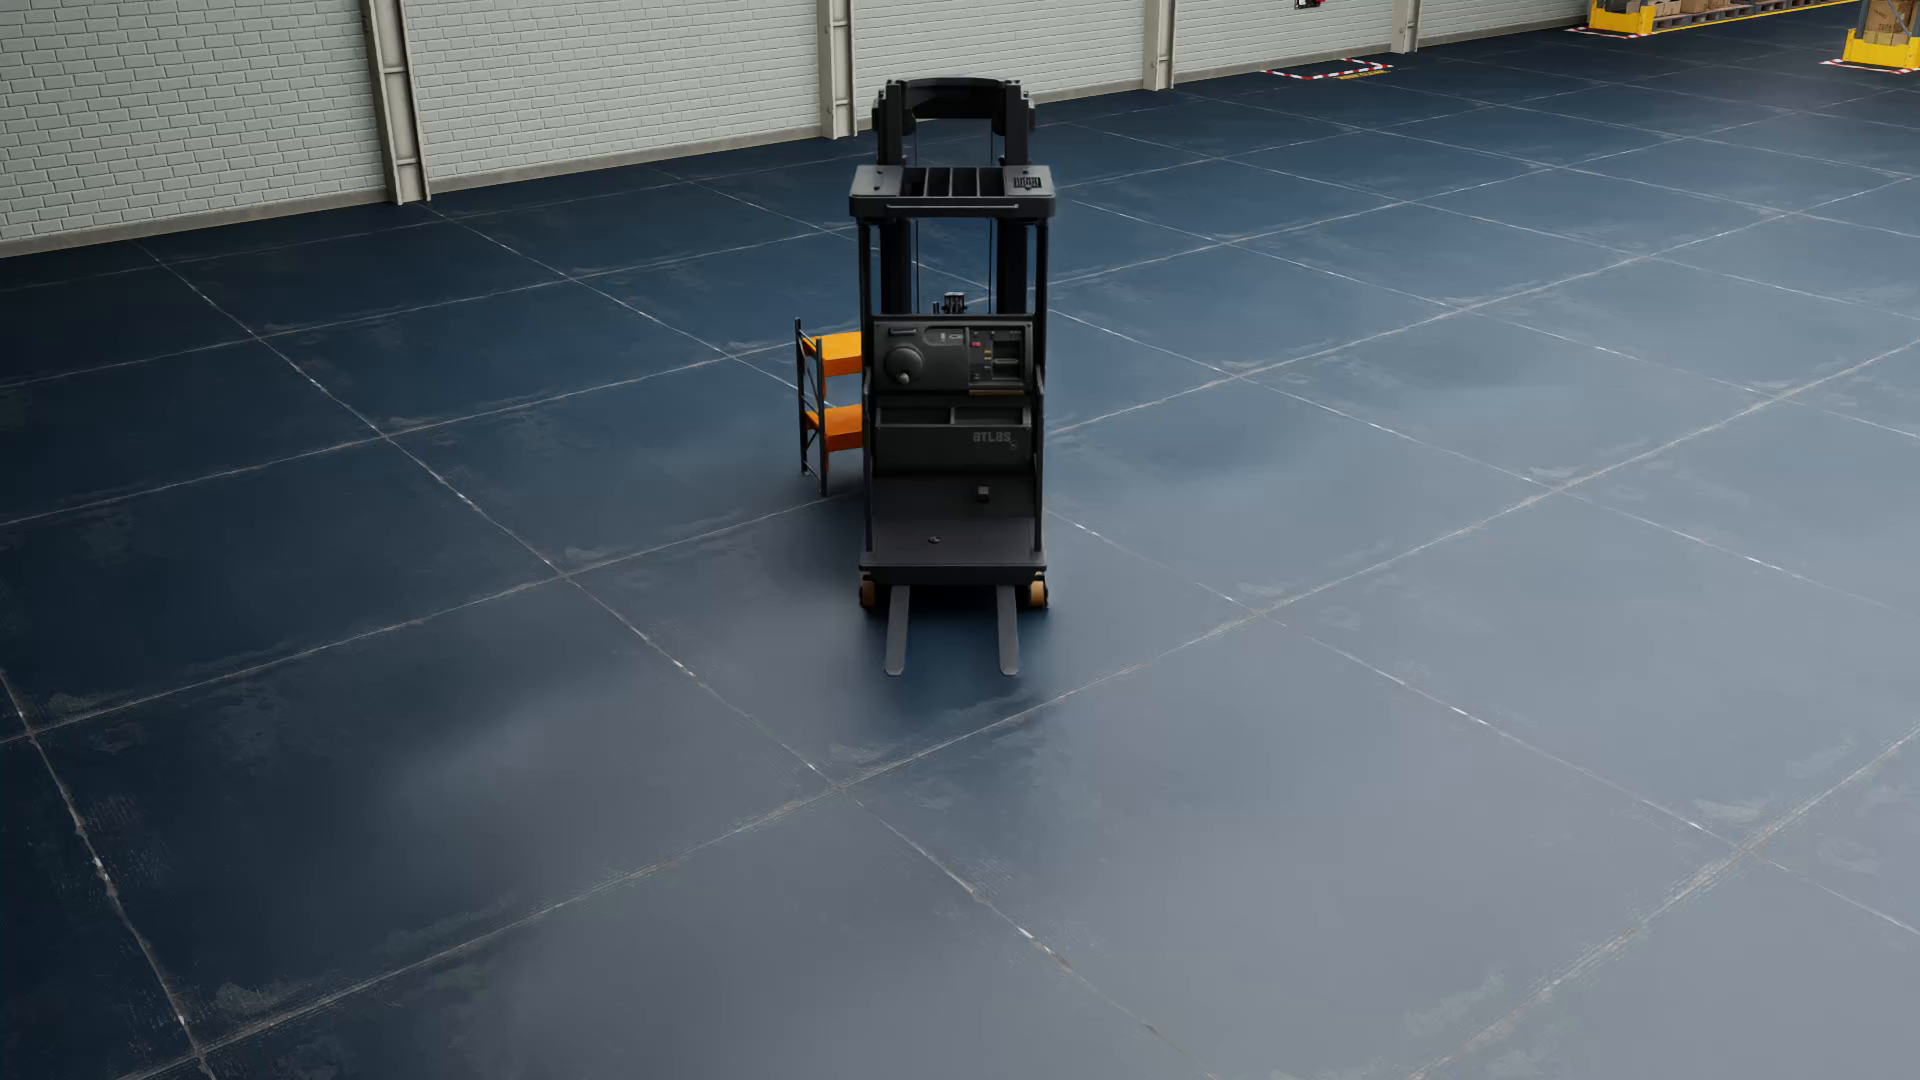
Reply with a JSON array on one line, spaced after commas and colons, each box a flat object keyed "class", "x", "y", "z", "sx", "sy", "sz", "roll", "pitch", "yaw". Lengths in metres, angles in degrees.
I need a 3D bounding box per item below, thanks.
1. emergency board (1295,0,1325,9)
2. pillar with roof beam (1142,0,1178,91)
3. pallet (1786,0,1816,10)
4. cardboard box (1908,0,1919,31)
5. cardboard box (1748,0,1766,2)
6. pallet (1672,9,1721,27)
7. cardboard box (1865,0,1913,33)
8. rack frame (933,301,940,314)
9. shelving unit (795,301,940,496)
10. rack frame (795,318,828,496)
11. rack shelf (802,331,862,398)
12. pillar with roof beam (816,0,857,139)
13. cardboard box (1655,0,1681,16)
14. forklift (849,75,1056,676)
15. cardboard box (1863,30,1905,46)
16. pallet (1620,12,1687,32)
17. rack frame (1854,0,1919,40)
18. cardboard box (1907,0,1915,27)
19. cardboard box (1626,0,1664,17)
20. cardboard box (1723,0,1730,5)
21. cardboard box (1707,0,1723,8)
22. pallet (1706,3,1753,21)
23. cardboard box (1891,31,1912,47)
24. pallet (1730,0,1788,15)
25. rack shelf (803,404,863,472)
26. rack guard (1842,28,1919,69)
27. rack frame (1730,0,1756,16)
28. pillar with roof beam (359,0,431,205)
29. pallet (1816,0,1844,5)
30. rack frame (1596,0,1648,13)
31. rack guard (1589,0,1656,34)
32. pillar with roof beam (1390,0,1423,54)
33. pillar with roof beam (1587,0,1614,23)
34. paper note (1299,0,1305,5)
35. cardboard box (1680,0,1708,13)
[{"class": "emergency board", "x": 5.835, "y": -9.338, "z": 27.308, "sx": 0.643, "sy": 1.169, "sz": 0.194, "roll": -18, "pitch": 31, "yaw": -34}, {"class": "pillar with roof beam", "x": 5.738, "y": -9.704, "z": 20.970, "sx": 0.400, "sy": 9.000, "sz": 9.100, "roll": -18, "pitch": 31, "yaw": -34}, {"class": "pallet", "x": 17.227, "y": -11.354, "z": 34.963, "sx": 1.213, "sy": 0.211, "sz": 1.003, "roll": -18, "pitch": 31, "yaw": -34}, {"class": "cardboard box", "x": 16.518, "y": -8.897, "z": 28.235, "sx": 0.500, "sy": 0.500, "sz": 0.500, "roll": -18, "pitch": 31, "yaw": -34}, {"class": "cardboard box", "x": 16.224, "y": -11.359, "z": 34.110, "sx": 0.500, "sy": 0.500, "sz": 0.700, "roll": -17, "pitch": 30, "yaw": -32}, {"class": "pallet", "x": 14.187, "y": -10.327, "z": 32.752, "sx": 1.213, "sy": 0.211, "sz": 1.003, "roll": -18, "pitch": 31, "yaw": -34}, {"class": "cardboard box", "x": 15.805, "y": -8.939, "z": 28.325, "sx": 0.500, "sy": 0.500, "sz": 0.500, "roll": -18, "pitch": 31, "yaw": -34}, {"class": "rack frame", "x": -0.078, "y": -1.073, "z": 11.725, "sx": 0.032, "sy": 1.125, "sz": 0.500, "roll": -10, "pitch": 27, "yaw": -20}, {"class": "shelving unit", "x": -0.547, "y": -0.991, "z": 11.548, "sx": 1.048, "sy": 1.125, "sz": 0.538, "roll": -10, "pitch": 27, "yaw": -20}, {"class": "rack frame", "x": -1.017, "y": -0.909, "z": 11.372, "sx": 0.032, "sy": 1.125, "sz": 0.500, "roll": -10, "pitch": 27, "yaw": -20}, {"class": "rack shelf", "x": -0.547, "y": -1.256, "z": 11.425, "sx": 1.000, "sy": 0.278, "sz": 0.538, "roll": -10, "pitch": 27, "yaw": -20}, {"class": "pillar with roof beam", "x": 1.016, "y": -8.146, "z": 17.612, "sx": 0.400, "sy": 9.000, "sz": 9.100, "roll": -18, "pitch": 31, "yaw": -34}, {"class": "cardboard box", "x": 13.556, "y": -10.336, "z": 32.129, "sx": 0.500, "sy": 0.311, "sz": 0.500, "roll": -15, "pitch": 29, "yaw": -30}, {"class": "forklift", "x": -0.038, "y": -1.057, "z": 9.546, "sx": 1.130, "sy": 2.935, "sz": 3.031, "roll": 0, "pitch": 25, "yaw": 0}, {"class": "cardboard box", "x": 15.807, "y": -8.598, "z": 28.481, "sx": 0.500, "sy": 0.250, "sz": 0.500, "roll": -18, "pitch": 31, "yaw": -34}, {"class": "pallet", "x": 13.228, "y": -10.012, "z": 32.072, "sx": 1.213, "sy": 0.211, "sz": 1.003, "roll": -18, "pitch": 31, "yaw": -34}, {"class": "rack frame", "x": 15.567, "y": -9.418, "z": 27.480, "sx": 0.127, "sy": 3.000, "sz": 1.000, "roll": -18, "pitch": 31, "yaw": -34}, {"class": "cardboard box", "x": 16.583, "y": -9.204, "z": 28.895, "sx": 0.500, "sy": 0.500, "sz": 0.500, "roll": -18, "pitch": 31, "yaw": -34}, {"class": "cardboard box", "x": 13.107, "y": -10.188, "z": 31.810, "sx": 0.500, "sy": 0.311, "sz": 0.500, "roll": -23, "pitch": 33, "yaw": -40}, {"class": "cardboard box", "x": 15.252, "y": -10.862, "z": 33.435, "sx": 0.380, "sy": 0.166, "sz": 0.250, "roll": 22, "pitch": 33, "yaw": 39}, {"class": "cardboard box", "x": 14.863, "y": -10.880, "z": 33.076, "sx": 0.500, "sy": 0.500, "sz": 0.500, "roll": -21, "pitch": 32, "yaw": -38}, {"class": "pallet", "x": 15.148, "y": -10.646, "z": 33.438, "sx": 1.213, "sy": 0.211, "sz": 1.003, "roll": -18, "pitch": 31, "yaw": -34}, {"class": "cardboard box", "x": 16.126, "y": -8.427, "z": 28.111, "sx": 0.500, "sy": 0.250, "sz": 0.500, "roll": -18, "pitch": 31, "yaw": -34}, {"class": "pallet", "x": 16.267, "y": -11.035, "z": 34.276, "sx": 1.213, "sy": 0.211, "sz": 1.003, "roll": -18, "pitch": 31, "yaw": -34}, {"class": "rack shelf", "x": -0.547, "y": -0.769, "z": 11.651, "sx": 1.000, "sy": 0.278, "sz": 0.538, "roll": -10, "pitch": 27, "yaw": -20}, {"class": "rack guard", "x": 15.548, "y": -8.278, "z": 27.992, "sx": 0.348, "sy": 0.500, "sz": 1.175, "roll": -18, "pitch": 31, "yaw": -34}, {"class": "rack frame", "x": 15.655, "y": -12.097, "z": 33.252, "sx": 0.127, "sy": 3.000, "sz": 1.000, "roll": -18, "pitch": 31, "yaw": -34}, {"class": "pillar with roof beam", "x": -3.705, "y": -6.587, "z": 14.254, "sx": 0.400, "sy": 9.000, "sz": 9.100, "roll": -18, "pitch": 31, "yaw": -34}, {"class": "pallet", "x": 18.187, "y": -11.669, "z": 35.642, "sx": 1.213, "sy": 0.211, "sz": 1.003, "roll": -18, "pitch": 31, "yaw": -34}, {"class": "rack frame", "x": 12.507, "y": -11.058, "z": 31.013, "sx": 0.127, "sy": 3.000, "sz": 1.000, "roll": -18, "pitch": 31, "yaw": -34}, {"class": "rack guard", "x": 12.567, "y": -9.944, "z": 31.582, "sx": 0.348, "sy": 0.500, "sz": 1.175, "roll": -18, "pitch": 31, "yaw": -34}, {"class": "pillar with roof beam", "x": 10.459, "y": -11.263, "z": 24.329, "sx": 0.400, "sy": 9.000, "sz": 9.100, "roll": -18, "pitch": 31, "yaw": -34}, {"class": "pillar with roof beam", "x": 15.181, "y": -12.821, "z": 27.687, "sx": 0.400, "sy": 9.000, "sz": 9.100, "roll": -18, "pitch": 31, "yaw": -34}, {"class": "paper note", "x": 5.653, "y": -8.916, "z": 27.444, "sx": 0.142, "sy": 0.148, "sz": 0.016, "roll": -18, "pitch": 31, "yaw": -34}, {"class": "cardboard box", "x": 14.164, "y": -10.596, "z": 32.464, "sx": 0.500, "sy": 0.500, "sz": 0.700, "roll": -21, "pitch": 32, "yaw": -37}]
